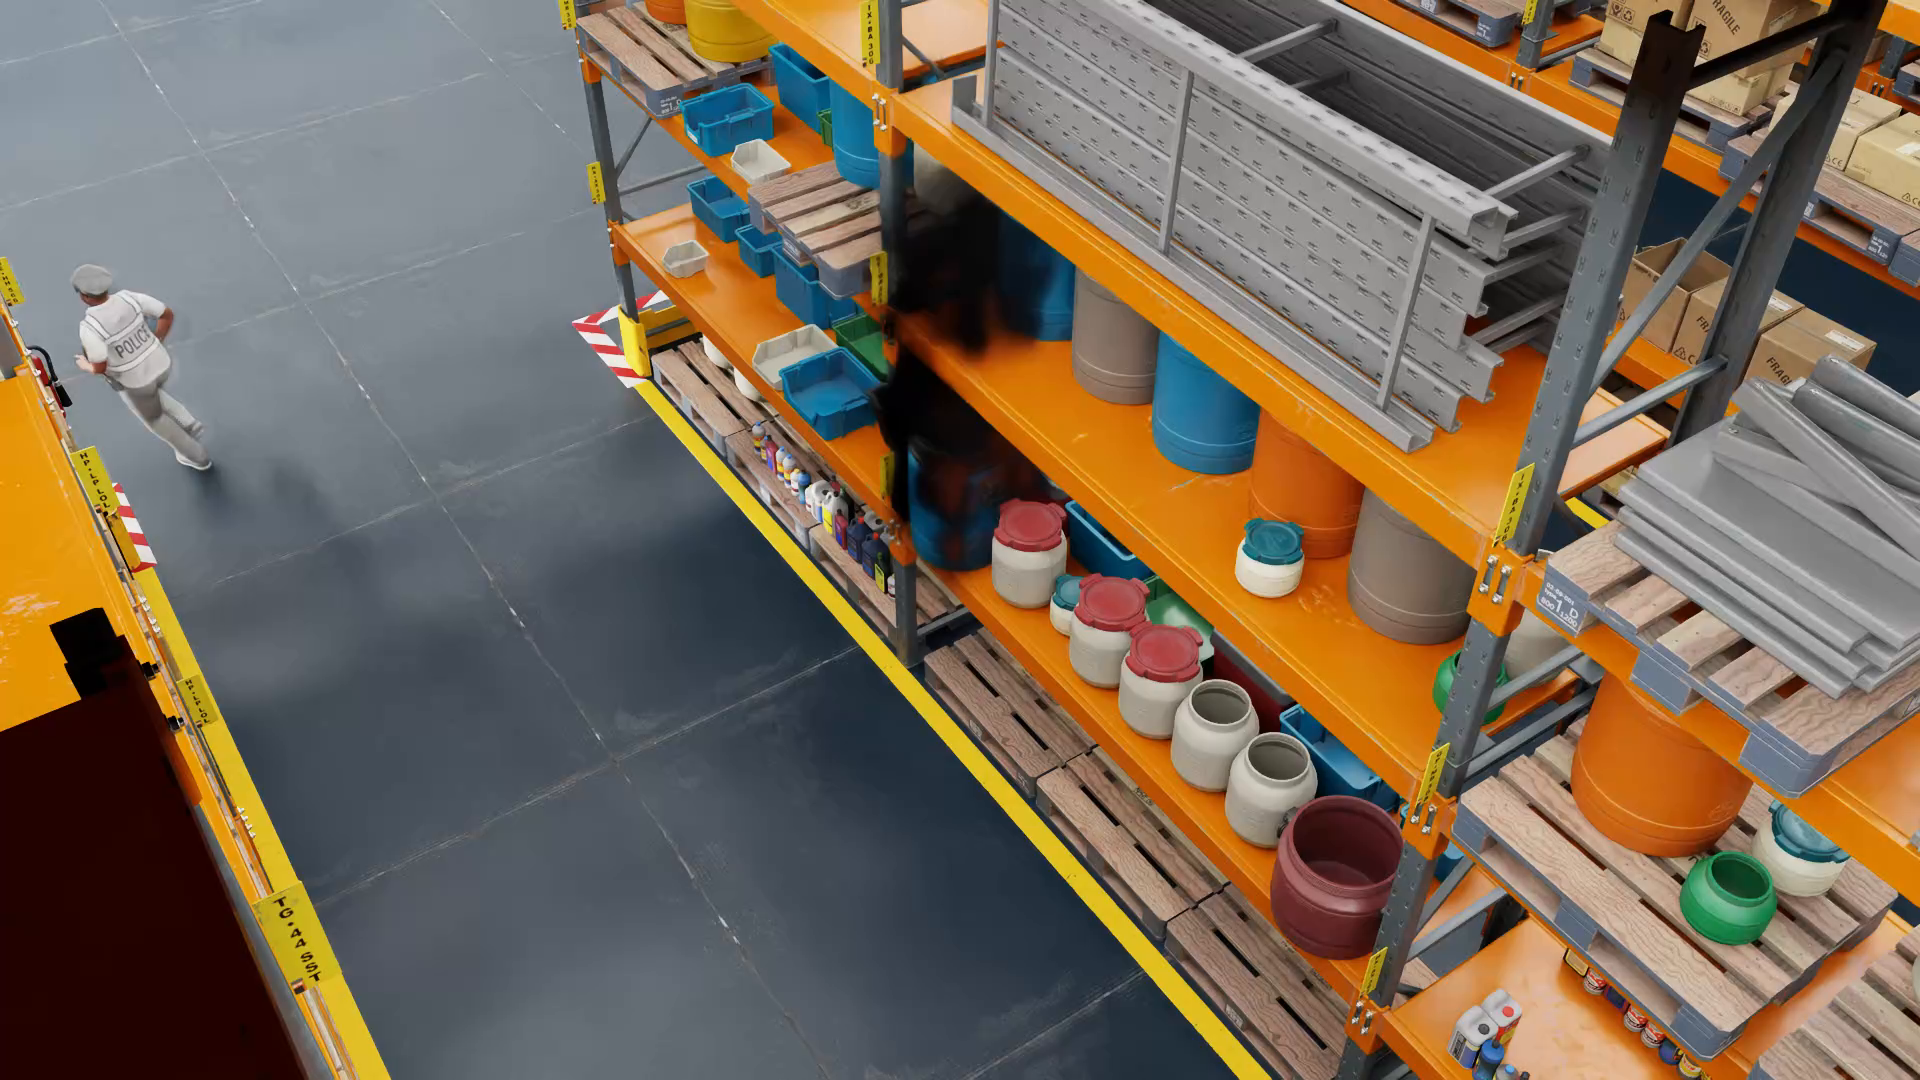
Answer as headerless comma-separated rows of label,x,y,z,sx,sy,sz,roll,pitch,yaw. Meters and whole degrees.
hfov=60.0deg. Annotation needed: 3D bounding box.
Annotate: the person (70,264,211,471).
person,-5.883,-1.223,11.816,0.664,1.716,0.652,14,45,15
